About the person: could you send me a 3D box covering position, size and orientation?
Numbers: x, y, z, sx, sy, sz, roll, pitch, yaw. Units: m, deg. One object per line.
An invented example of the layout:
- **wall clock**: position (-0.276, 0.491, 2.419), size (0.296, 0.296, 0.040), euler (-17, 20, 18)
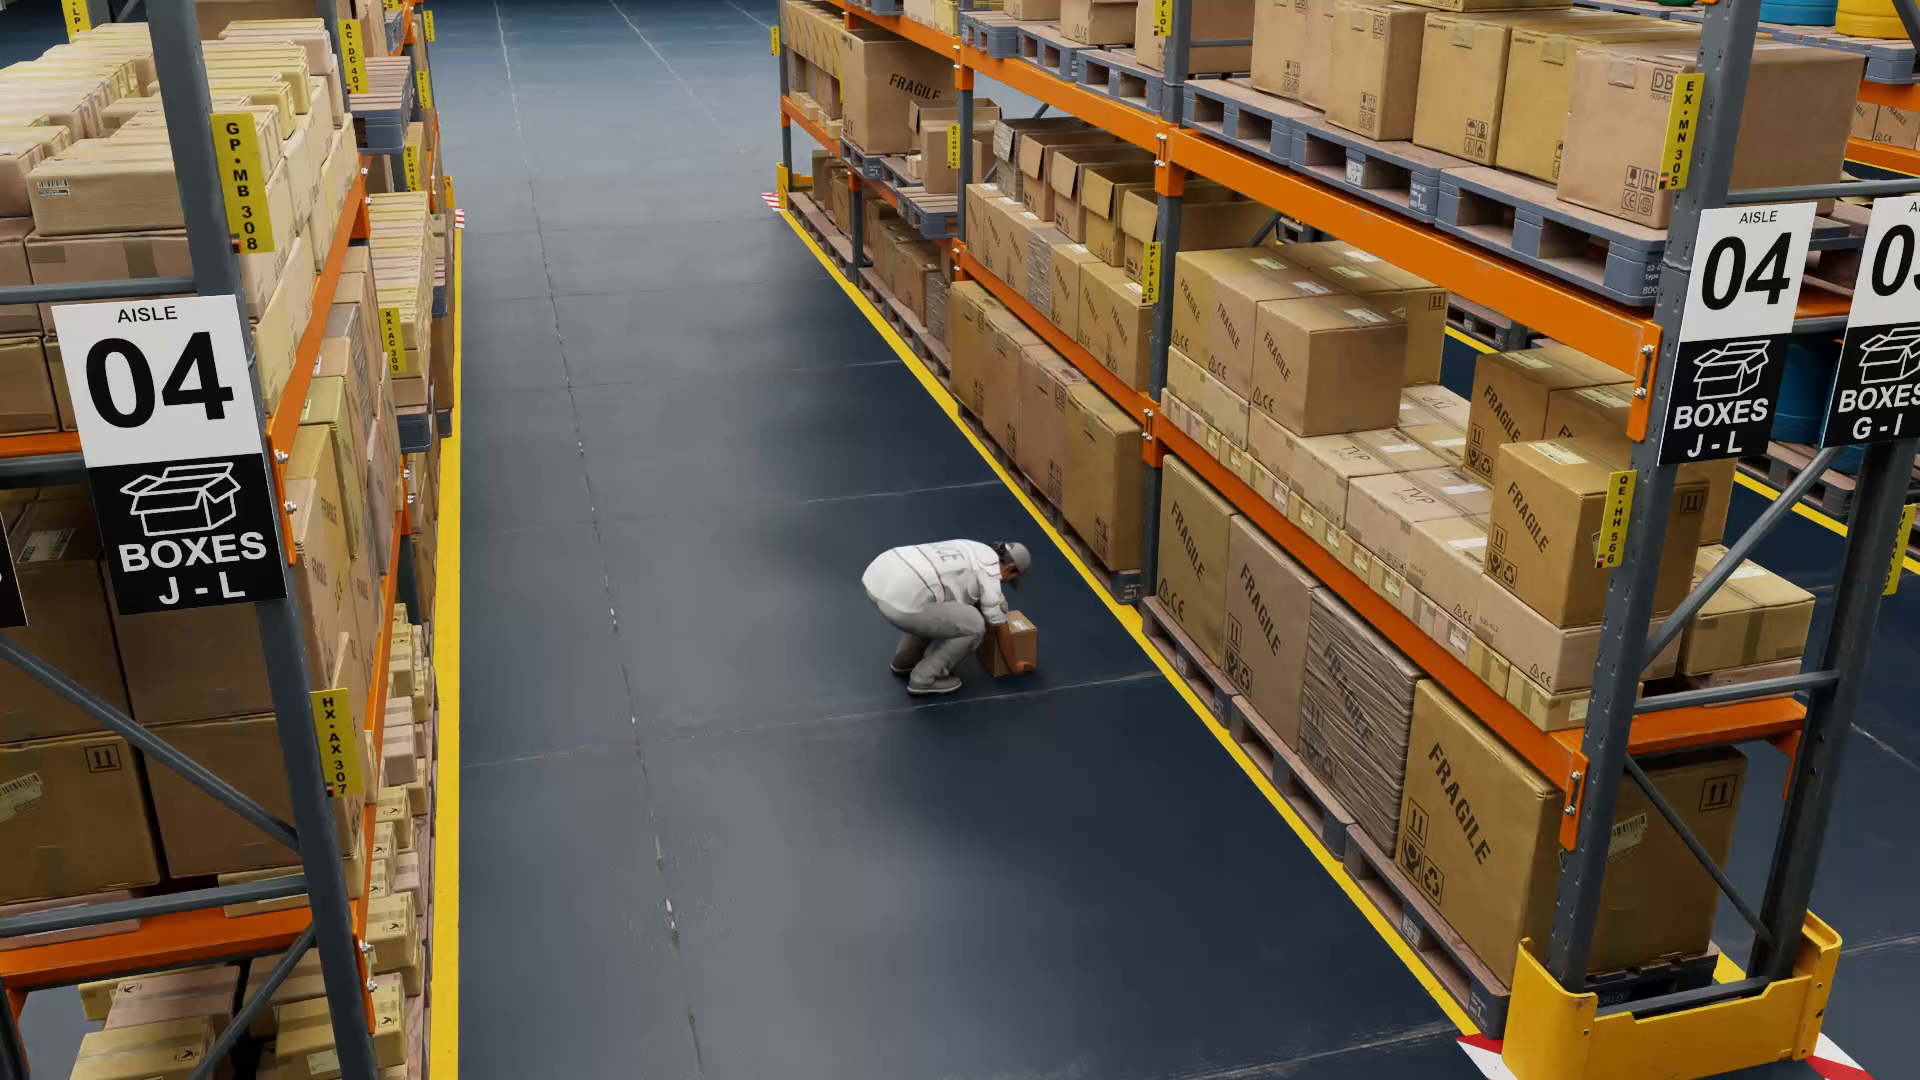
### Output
- **person**: position (-0.043, 0.382, 8.860), size (0.942, 0.785, 0.492), euler (-10, 25, -22)
